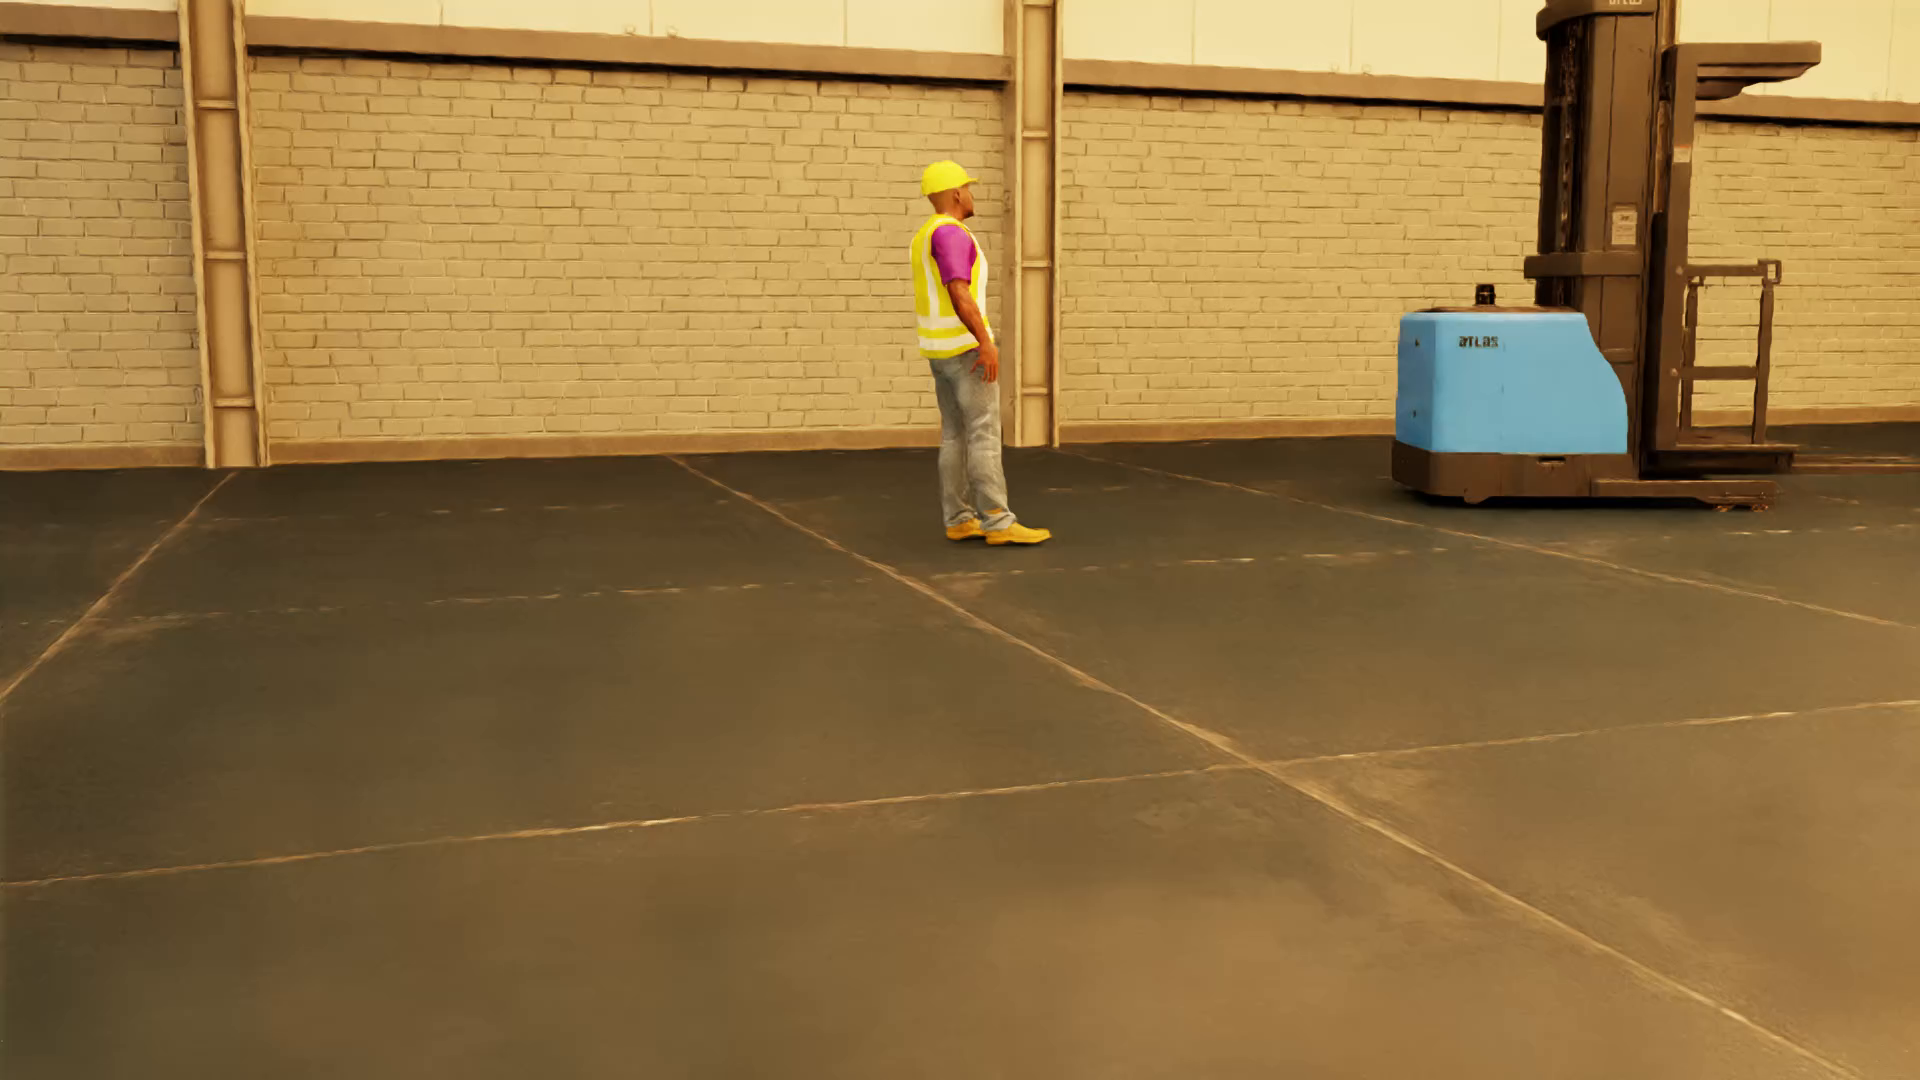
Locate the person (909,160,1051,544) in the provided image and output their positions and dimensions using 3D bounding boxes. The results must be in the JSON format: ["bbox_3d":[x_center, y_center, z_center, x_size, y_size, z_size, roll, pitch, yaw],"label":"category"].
[{"bbox_3d":[0.068,-0.885,7.821,0.576,1.766,0.665,-3,8,-18],"label":"person"}]

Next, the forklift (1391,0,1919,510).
[{"bbox_3d":[4.131,-1.691,9.483,3.031,2.935,1.130,0,8,1],"label":"forklift"}]
